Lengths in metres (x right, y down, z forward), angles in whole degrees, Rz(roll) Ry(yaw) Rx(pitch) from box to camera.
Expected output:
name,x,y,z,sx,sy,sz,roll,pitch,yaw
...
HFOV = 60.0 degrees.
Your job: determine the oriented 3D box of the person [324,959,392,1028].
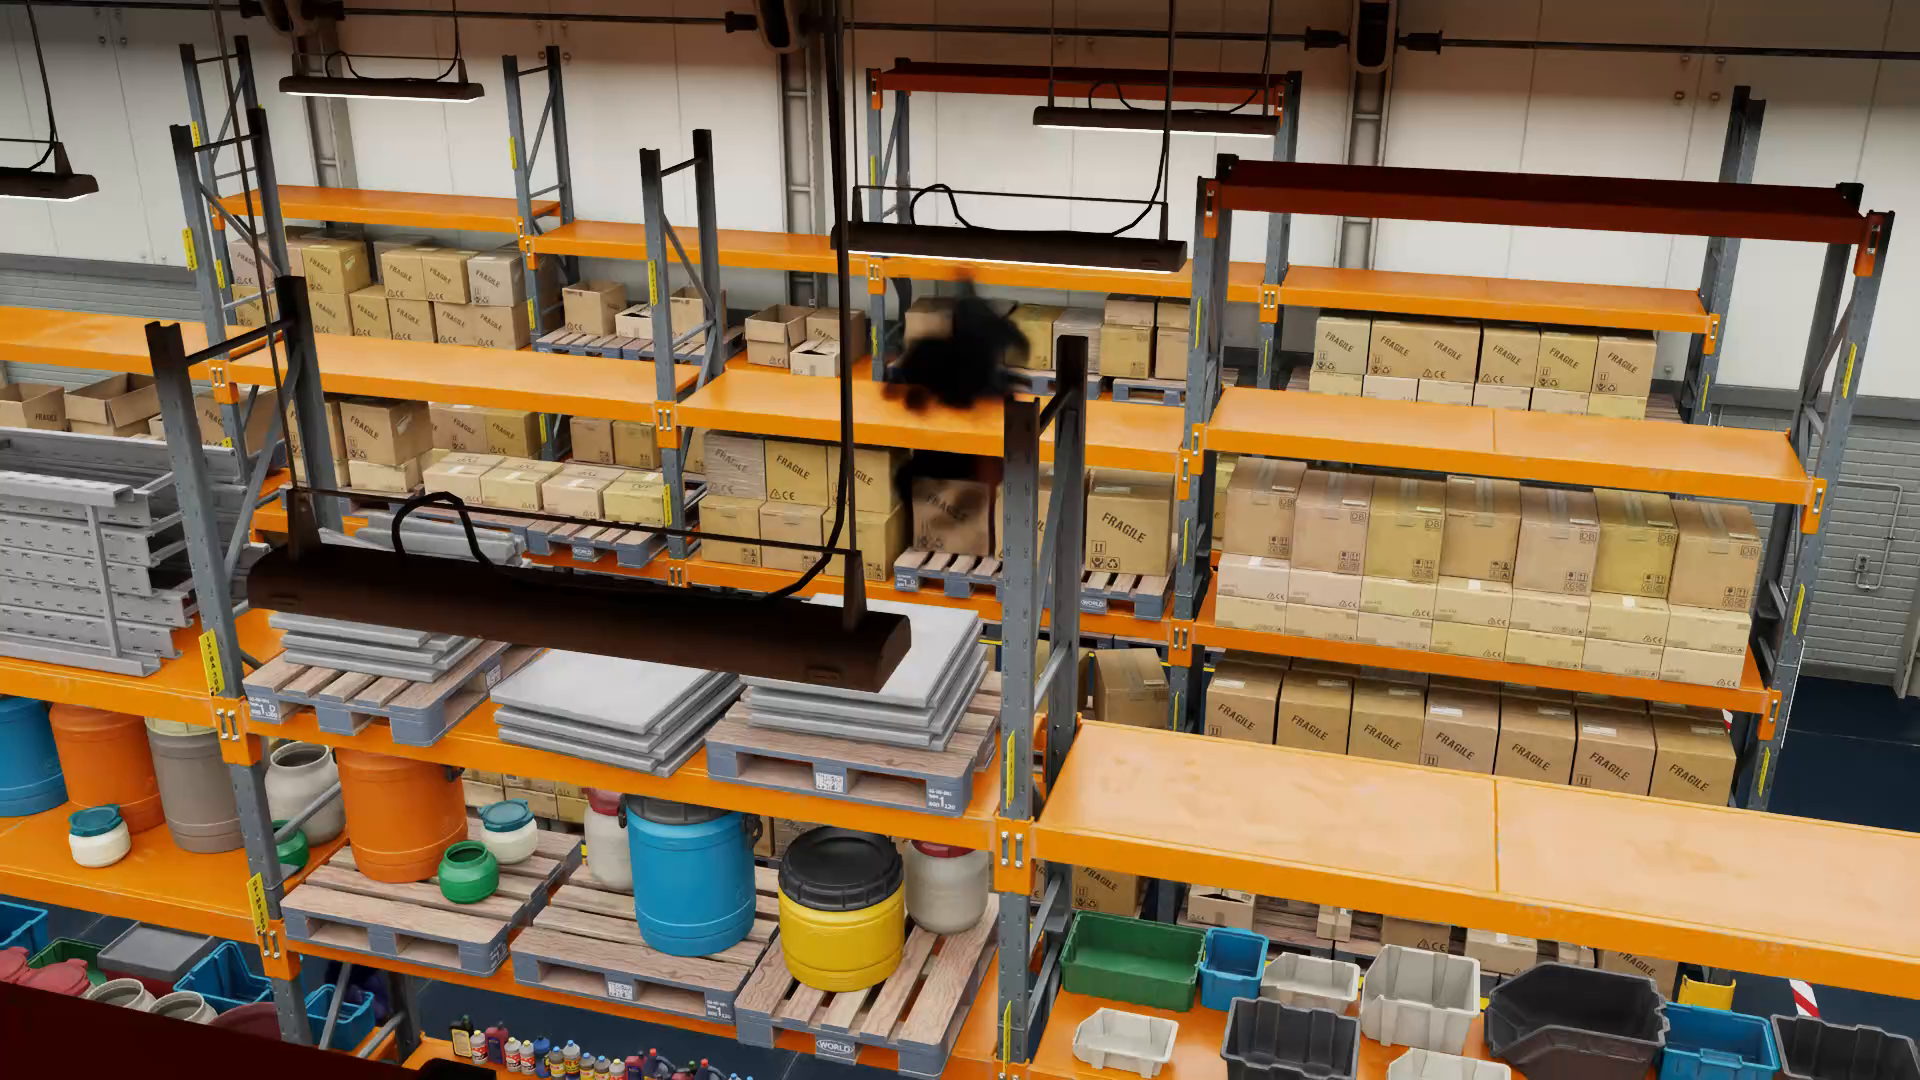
name,x,y,z,sx,sy,sz,roll,pitch,yaw
person,-4.258,2.828,11.763,0.514,1.609,0.609,7,24,16
